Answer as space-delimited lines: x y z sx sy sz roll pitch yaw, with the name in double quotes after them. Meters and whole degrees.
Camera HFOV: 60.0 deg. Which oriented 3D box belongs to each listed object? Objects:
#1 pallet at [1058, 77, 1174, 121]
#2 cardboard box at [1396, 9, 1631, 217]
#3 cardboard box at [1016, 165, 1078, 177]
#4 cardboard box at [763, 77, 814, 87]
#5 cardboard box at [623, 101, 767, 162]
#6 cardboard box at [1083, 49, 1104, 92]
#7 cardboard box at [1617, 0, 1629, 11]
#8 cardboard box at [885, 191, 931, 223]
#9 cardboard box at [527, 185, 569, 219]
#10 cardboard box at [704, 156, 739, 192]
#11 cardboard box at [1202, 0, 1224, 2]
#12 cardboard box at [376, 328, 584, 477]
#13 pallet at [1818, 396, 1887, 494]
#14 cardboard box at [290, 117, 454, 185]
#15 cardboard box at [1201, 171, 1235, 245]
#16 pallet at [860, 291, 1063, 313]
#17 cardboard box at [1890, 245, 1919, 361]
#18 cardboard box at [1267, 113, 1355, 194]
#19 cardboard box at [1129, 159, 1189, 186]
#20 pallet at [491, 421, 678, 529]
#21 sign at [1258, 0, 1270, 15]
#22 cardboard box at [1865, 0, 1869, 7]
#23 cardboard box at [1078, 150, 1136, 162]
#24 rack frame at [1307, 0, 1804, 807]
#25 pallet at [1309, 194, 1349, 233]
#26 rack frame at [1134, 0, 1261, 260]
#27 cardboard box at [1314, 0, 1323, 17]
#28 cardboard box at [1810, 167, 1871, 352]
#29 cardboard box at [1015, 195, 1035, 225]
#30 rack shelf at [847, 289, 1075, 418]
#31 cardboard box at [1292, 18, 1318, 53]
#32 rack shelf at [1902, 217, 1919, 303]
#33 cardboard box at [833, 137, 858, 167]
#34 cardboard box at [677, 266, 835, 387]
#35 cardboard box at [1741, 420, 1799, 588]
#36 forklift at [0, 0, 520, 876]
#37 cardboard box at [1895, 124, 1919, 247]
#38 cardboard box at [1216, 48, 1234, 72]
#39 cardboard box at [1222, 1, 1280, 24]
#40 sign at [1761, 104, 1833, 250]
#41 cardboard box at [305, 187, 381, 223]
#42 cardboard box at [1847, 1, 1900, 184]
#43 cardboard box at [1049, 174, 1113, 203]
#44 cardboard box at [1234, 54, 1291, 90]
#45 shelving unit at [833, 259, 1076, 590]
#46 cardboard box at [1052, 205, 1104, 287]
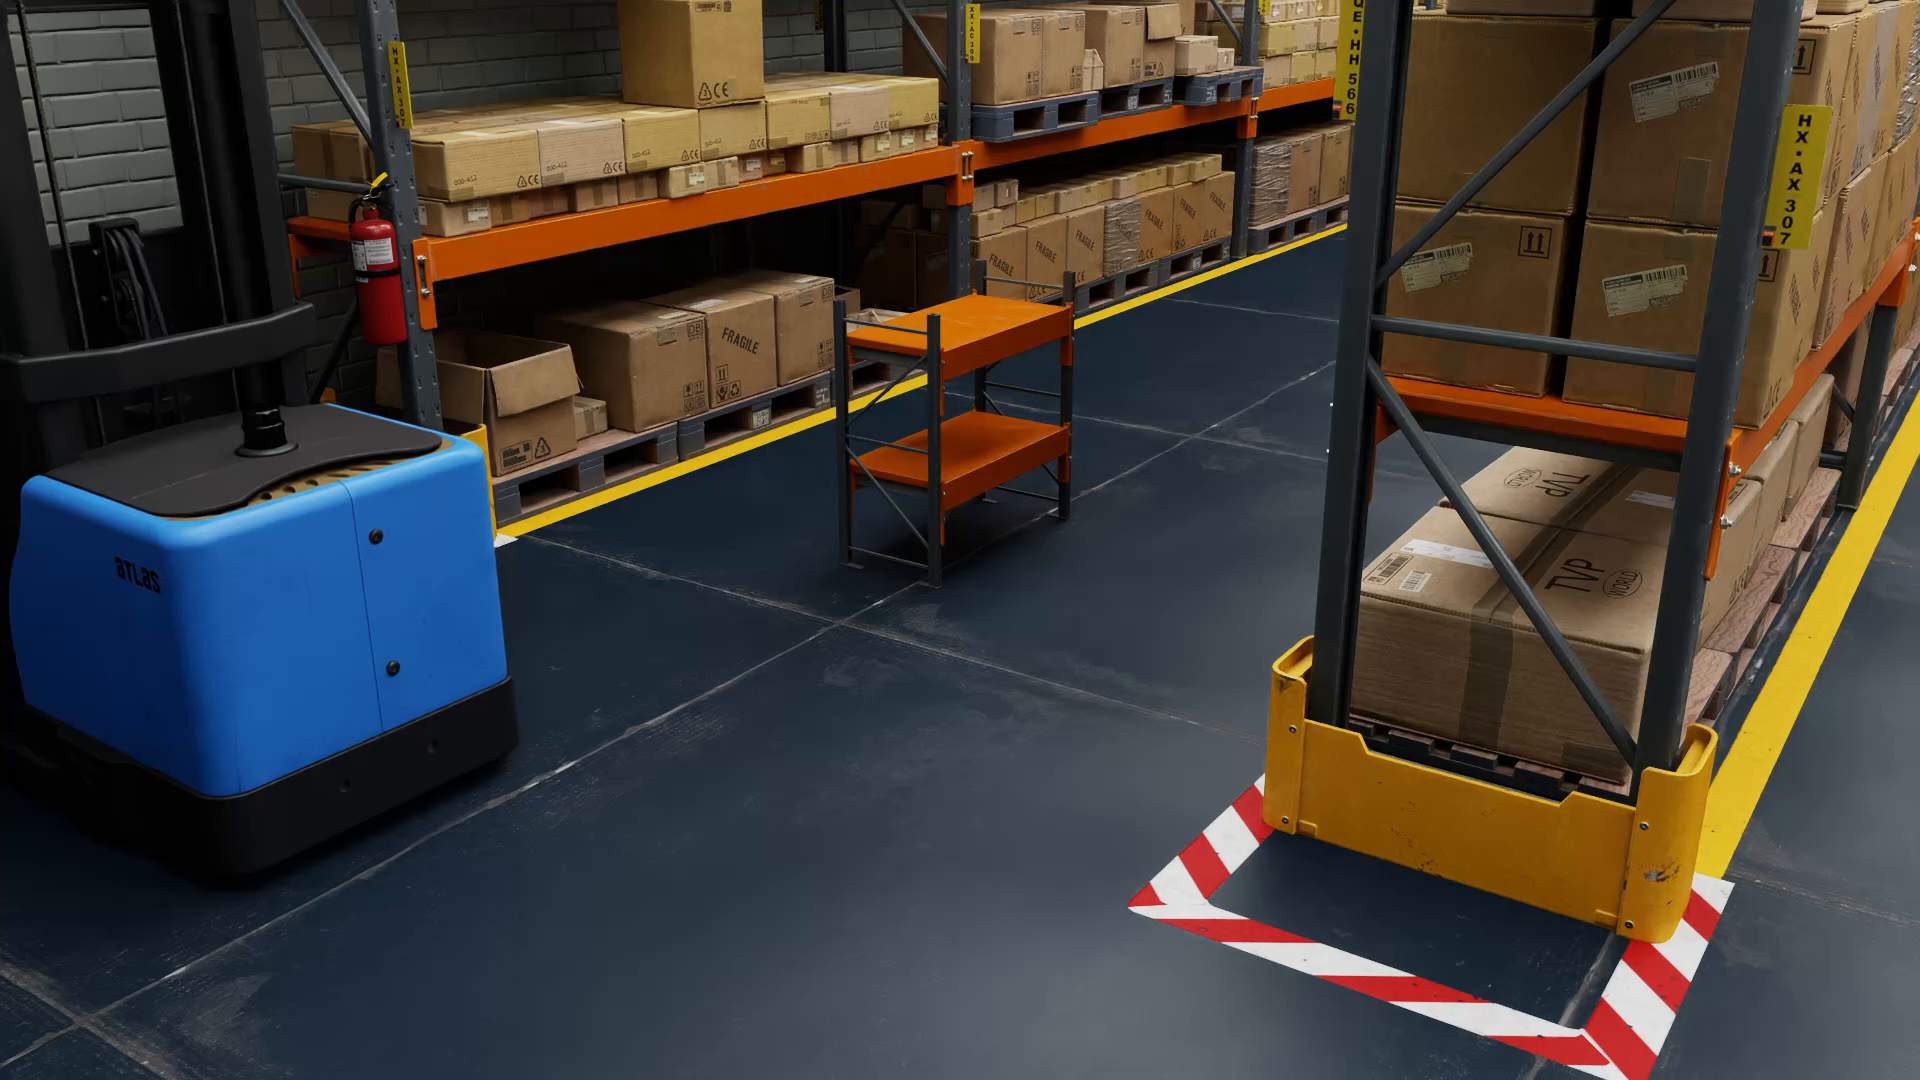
0.776 -3.116 11.643 1.003 0.211 1.213 13 24 32 "pallet"
1.550 -1.203 4.609 0.500 0.500 0.500 14 25 34 "cardboard box"
0.632 -2.624 12.097 0.380 0.149 0.250 13 24 32 "cardboard box"
-1.161 -2.452 9.358 0.500 0.250 0.500 13 24 31 "cardboard box"
-1.319 -2.058 8.293 0.500 0.250 0.500 13 24 30 "cardboard box"
0.715 -3.075 10.843 0.396 0.266 0.258 15 25 34 "cardboard box"
1.635 -1.543 4.591 0.380 0.149 0.250 14 24 33 "cardboard box"
-0.271 -2.185 10.910 0.380 0.149 0.250 13 24 32 "cardboard box"
-1.996 -1.557 7.513 0.380 0.149 0.250 13 24 31 "cardboard box"
-1.324 -1.832 8.257 0.380 0.149 0.250 14 24 33 "cardboard box"
1.936 -4.346 13.611 0.380 0.149 0.250 14 24 33 "cardboard box"
-2.209 -0.653 7.700 0.797 0.503 0.637 12 24 30 "cardboard box"
4.096 -0.579 8.526 1.003 0.211 1.213 13 24 32 "pallet"
-2.593 -1.723 7.386 0.500 0.250 0.500 14 25 33 "cardboard box"
1.806 -2.627 13.040 0.500 0.500 0.500 14 25 33 "cardboard box"
0.043 -1.550 11.152 1.003 0.211 1.213 13 24 32 "pallet"
5.011 -1.562 9.620 0.875 0.875 0.875 14 24 32 "cardboard box"
3.387 -3.623 15.554 0.875 0.625 0.625 13 24 31 "cardboard box"
1.485 -2.752 12.443 0.380 0.149 0.250 12 24 30 "cardboard box"
-2.142 -0.413 8.077 1.003 0.211 1.213 13 24 32 "pallet"
2.320 -4.168 12.654 0.100 0.325 0.005 13 24 32 "sign"
2.366 -1.591 4.722 0.380 0.149 0.250 12 24 30 "cardboard box"
1.143 -2.934 12.936 0.380 0.149 0.250 14 25 33 "cardboard box"
1.476 -0.503 4.301 1.000 3.000 0.127 13 24 32 "rack frame"
3.047 -3.035 15.164 1.003 0.211 1.213 13 24 32 "pallet"
1.865 -3.765 13.120 1.000 3.000 0.127 13 24 32 "rack frame"
2.813 -4.461 13.923 0.380 0.149 0.250 14 24 32 "cardboard box"
2.545 -0.925 5.297 0.500 0.500 0.500 13 24 32 "cardboard box"
0.265 -2.168 10.865 0.380 0.149 0.250 12 23 29 "cardboard box"
-0.004 -0.800 6.963 0.538 0.278 1.000 13 24 32 "rack shelf"
2.599 -4.152 13.663 0.500 0.250 0.500 14 25 33 "cardboard box"
4.848 -1.887 9.080 1.077 0.370 4.000 13 24 32 "rack shelf"
-0.778 -2.131 9.064 0.380 0.149 0.250 14 24 33 "cardboard box"
-1.113 -1.187 9.148 0.700 0.500 0.500 12 24 30 "cardboard box"
2.780 -0.230 6.650 0.875 0.438 0.875 12 24 30 "cardboard box"
-2.897 -0.826 5.272 3.031 2.935 1.130 14 25 33 "forklift"
3.675 -1.515 6.892 0.500 0.500 0.500 14 24 32 "cardboard box"
1.814 -3.581 12.379 0.380 0.149 0.250 14 24 33 "cardboard box"
2.288 -4.150 13.082 0.380 0.149 0.250 14 25 33 "cardboard box"
1.931 -0.836 3.840 0.100 0.325 0.005 13 24 32 "sign"
-2.667 -1.499 7.357 0.380 0.149 0.250 13 24 31 "cardboard box"
2.549 -1.400 5.140 0.500 0.500 0.500 13 24 31 "cardboard box"
0.848 -2.467 11.674 0.380 0.149 0.250 13 24 32 "cardboard box"
2.317 -3.775 13.362 0.500 0.250 0.500 13 24 32 "cardboard box"
-0.004 -0.526 7.065 0.538 1.125 1.048 13 24 32 "shelving unit"
0.650 -2.034 11.438 0.500 0.500 0.500 12 24 30 "cardboard box"
